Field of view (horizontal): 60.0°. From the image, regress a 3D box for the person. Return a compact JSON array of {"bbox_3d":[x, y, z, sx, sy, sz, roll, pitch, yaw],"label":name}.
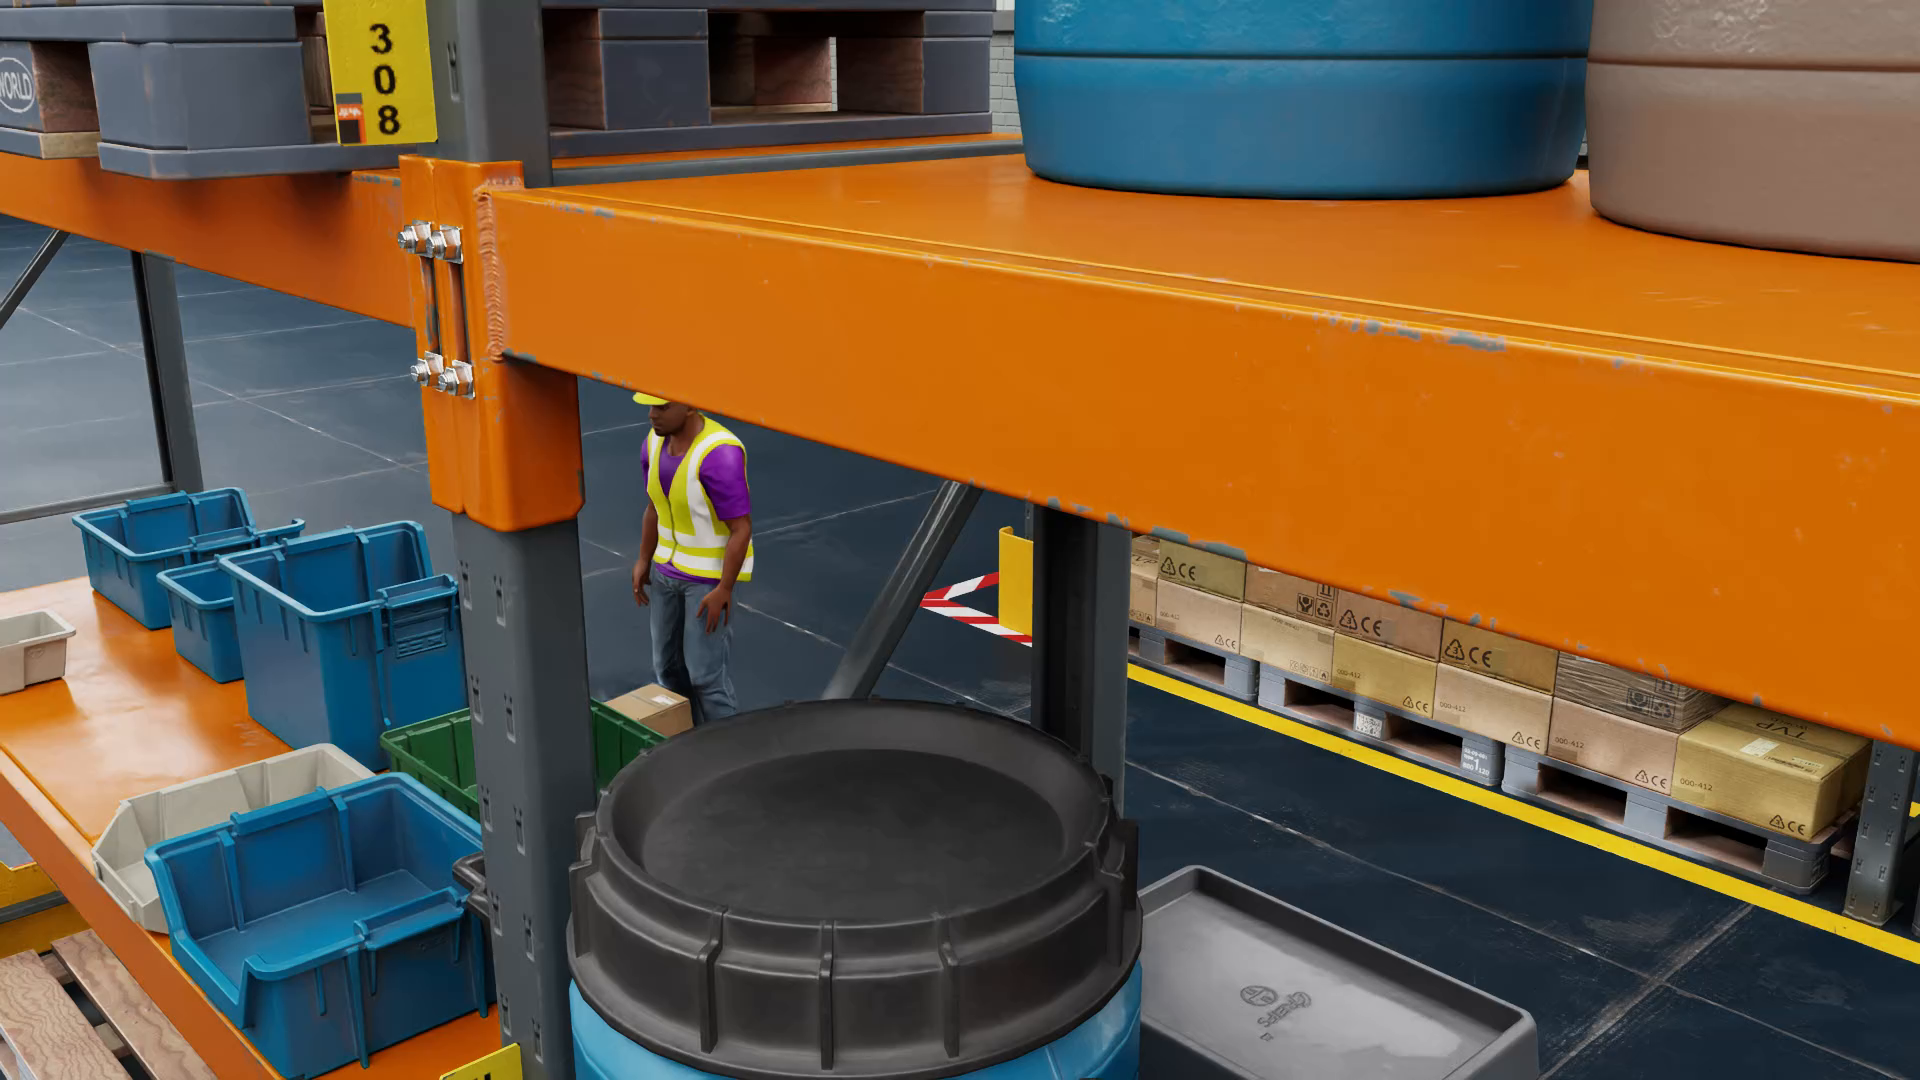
[{"bbox_3d":[-1.055,0.142,6.552,0.599,1.763,0.443,16,24,42],"label":"person"}]
